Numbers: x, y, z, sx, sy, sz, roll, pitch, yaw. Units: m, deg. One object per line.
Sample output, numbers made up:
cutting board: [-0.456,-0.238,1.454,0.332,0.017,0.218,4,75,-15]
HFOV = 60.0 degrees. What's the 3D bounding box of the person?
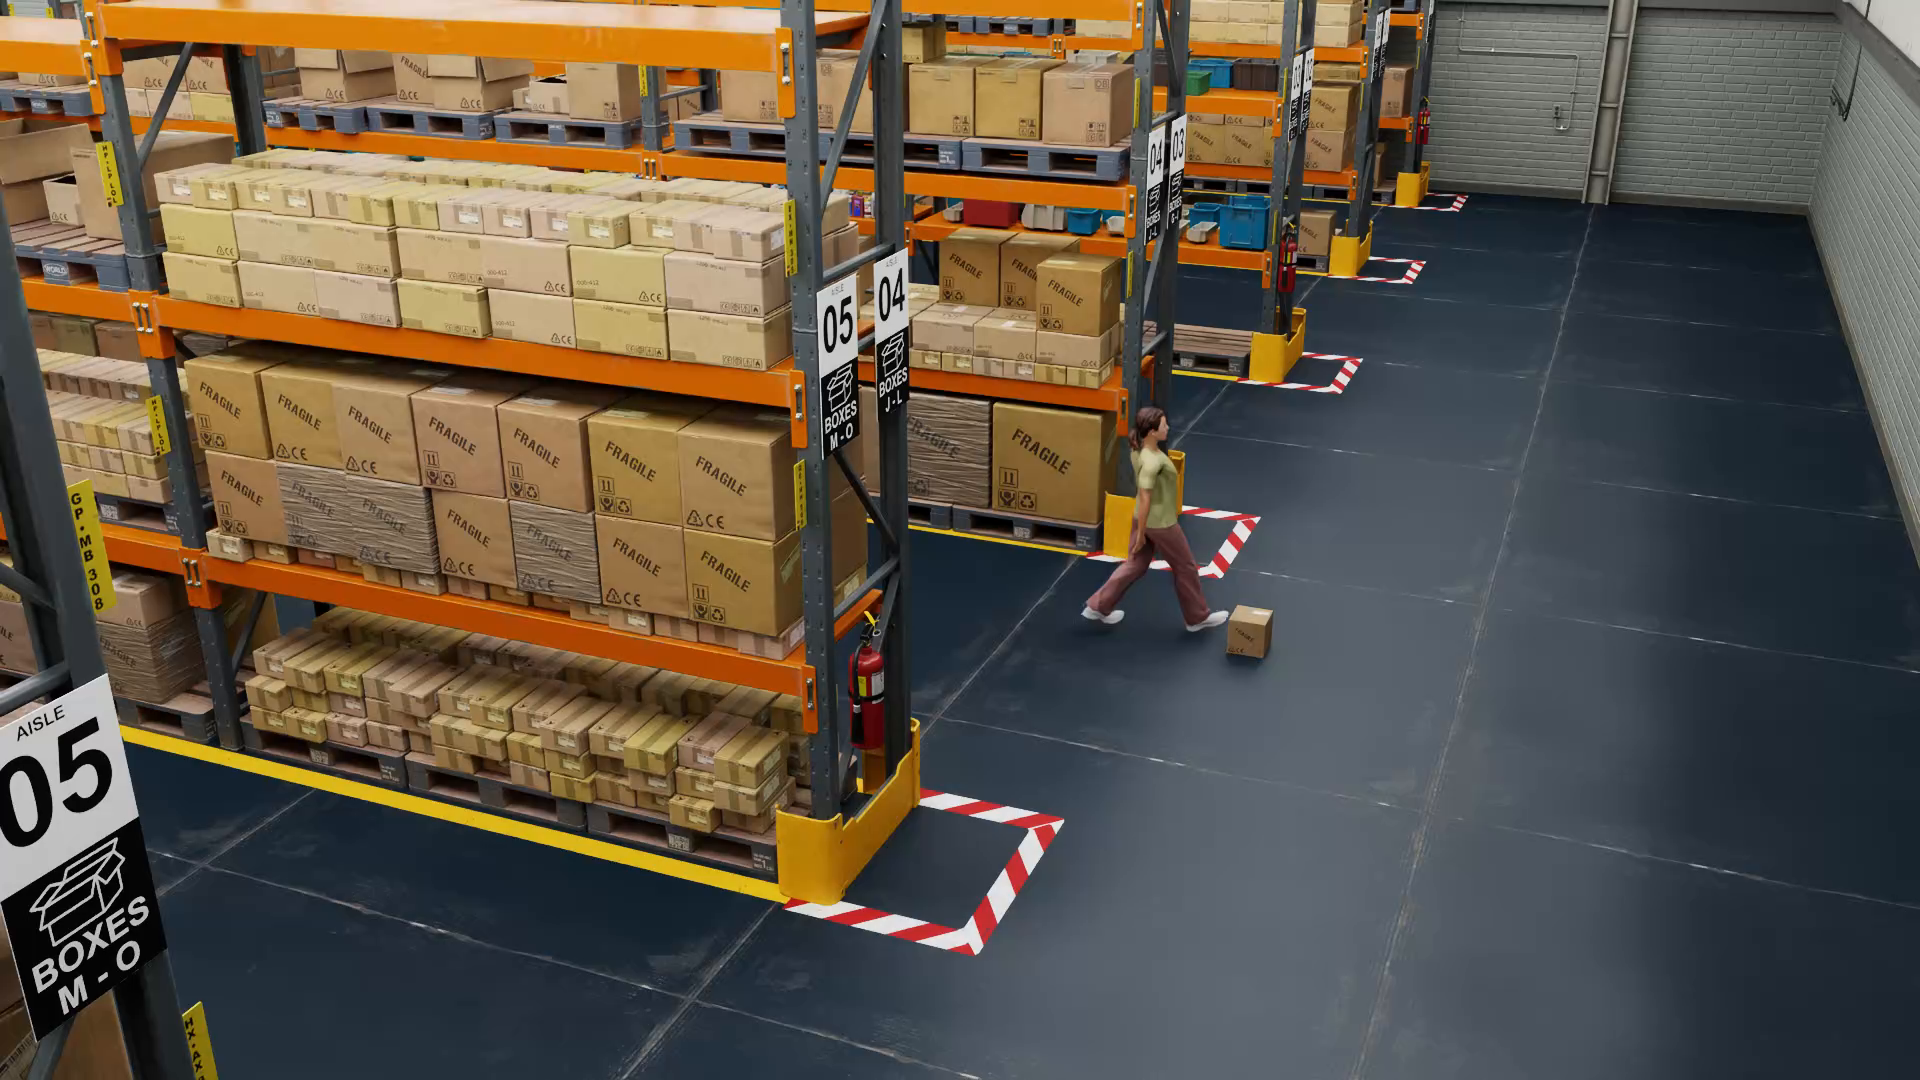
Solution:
person: [1.343,-0.137,11.277,1.003,1.625,0.449,-6,23,-13]
